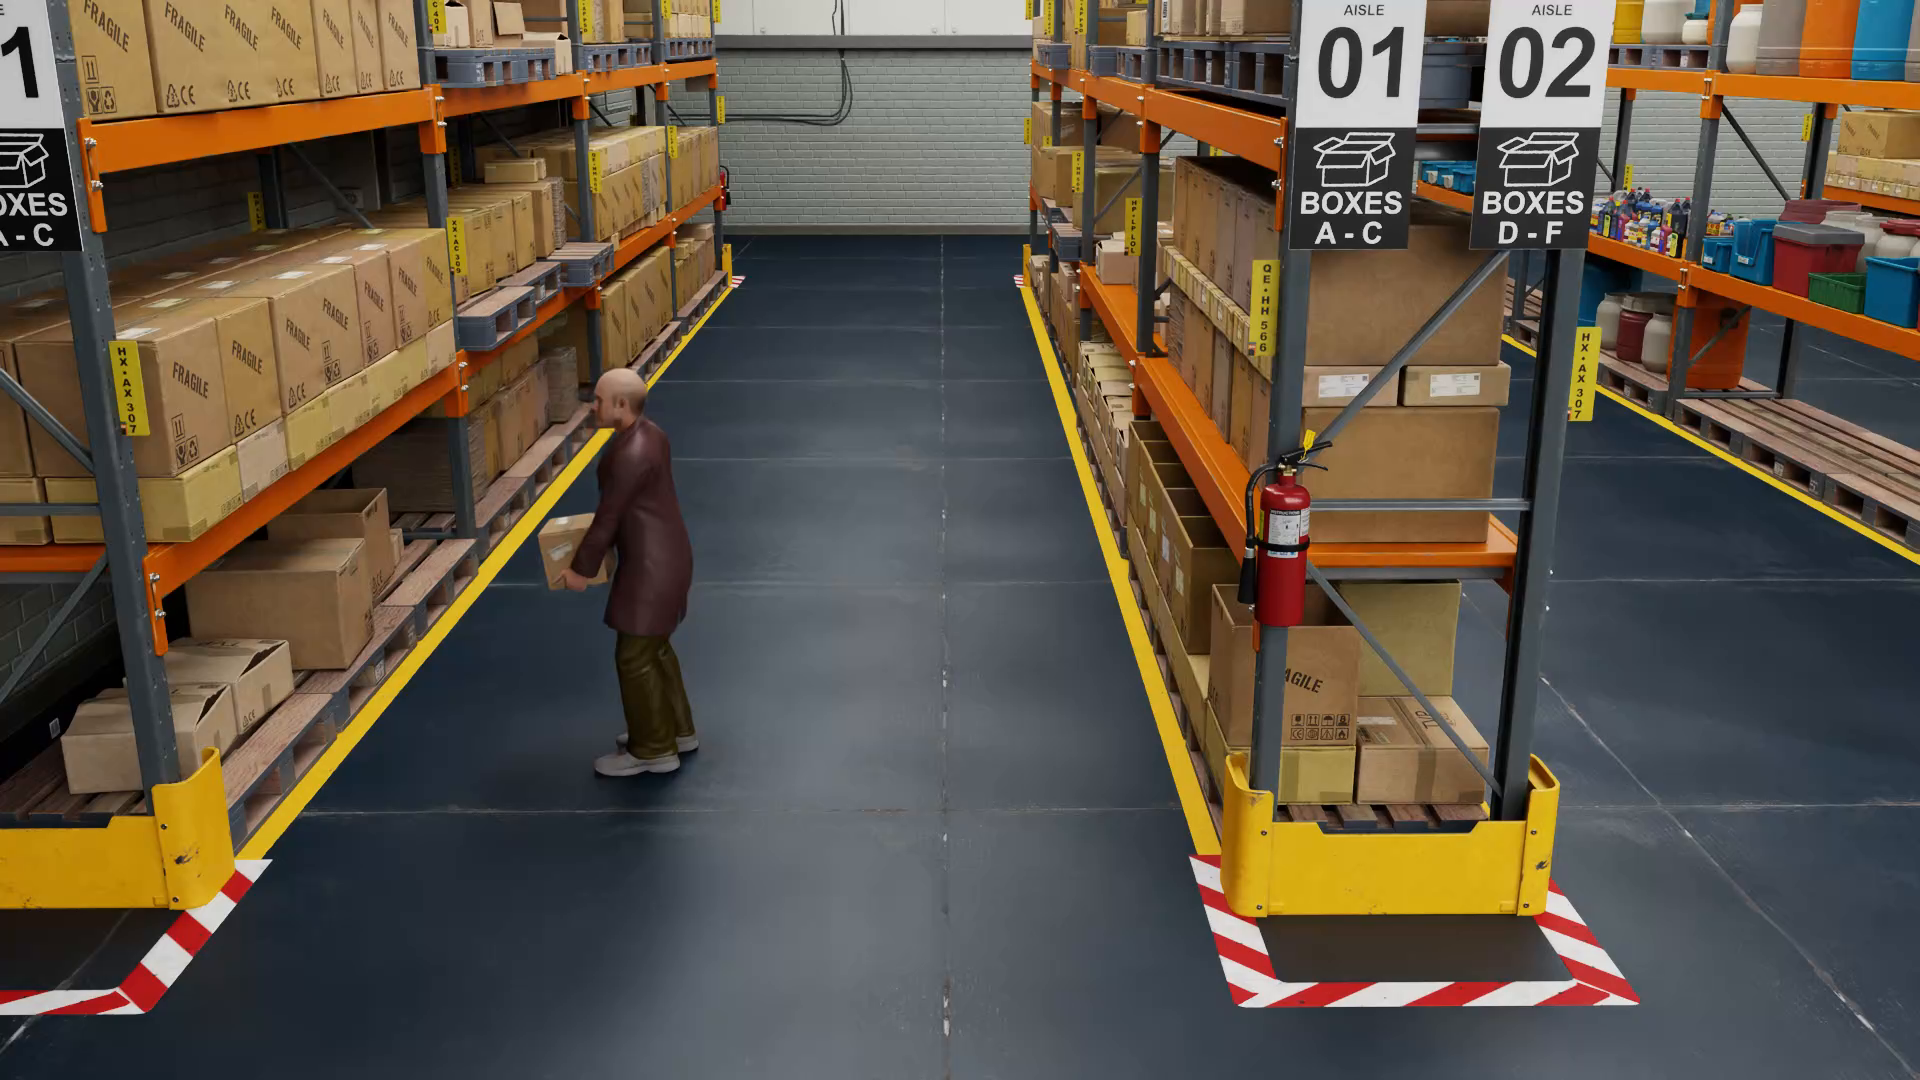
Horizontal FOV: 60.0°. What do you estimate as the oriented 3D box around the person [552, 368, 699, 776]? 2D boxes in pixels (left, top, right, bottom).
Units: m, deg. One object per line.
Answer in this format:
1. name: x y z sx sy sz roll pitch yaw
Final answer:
1. person: -1.436 0.137 7.136 0.572 1.774 0.531 -1 17 -2
